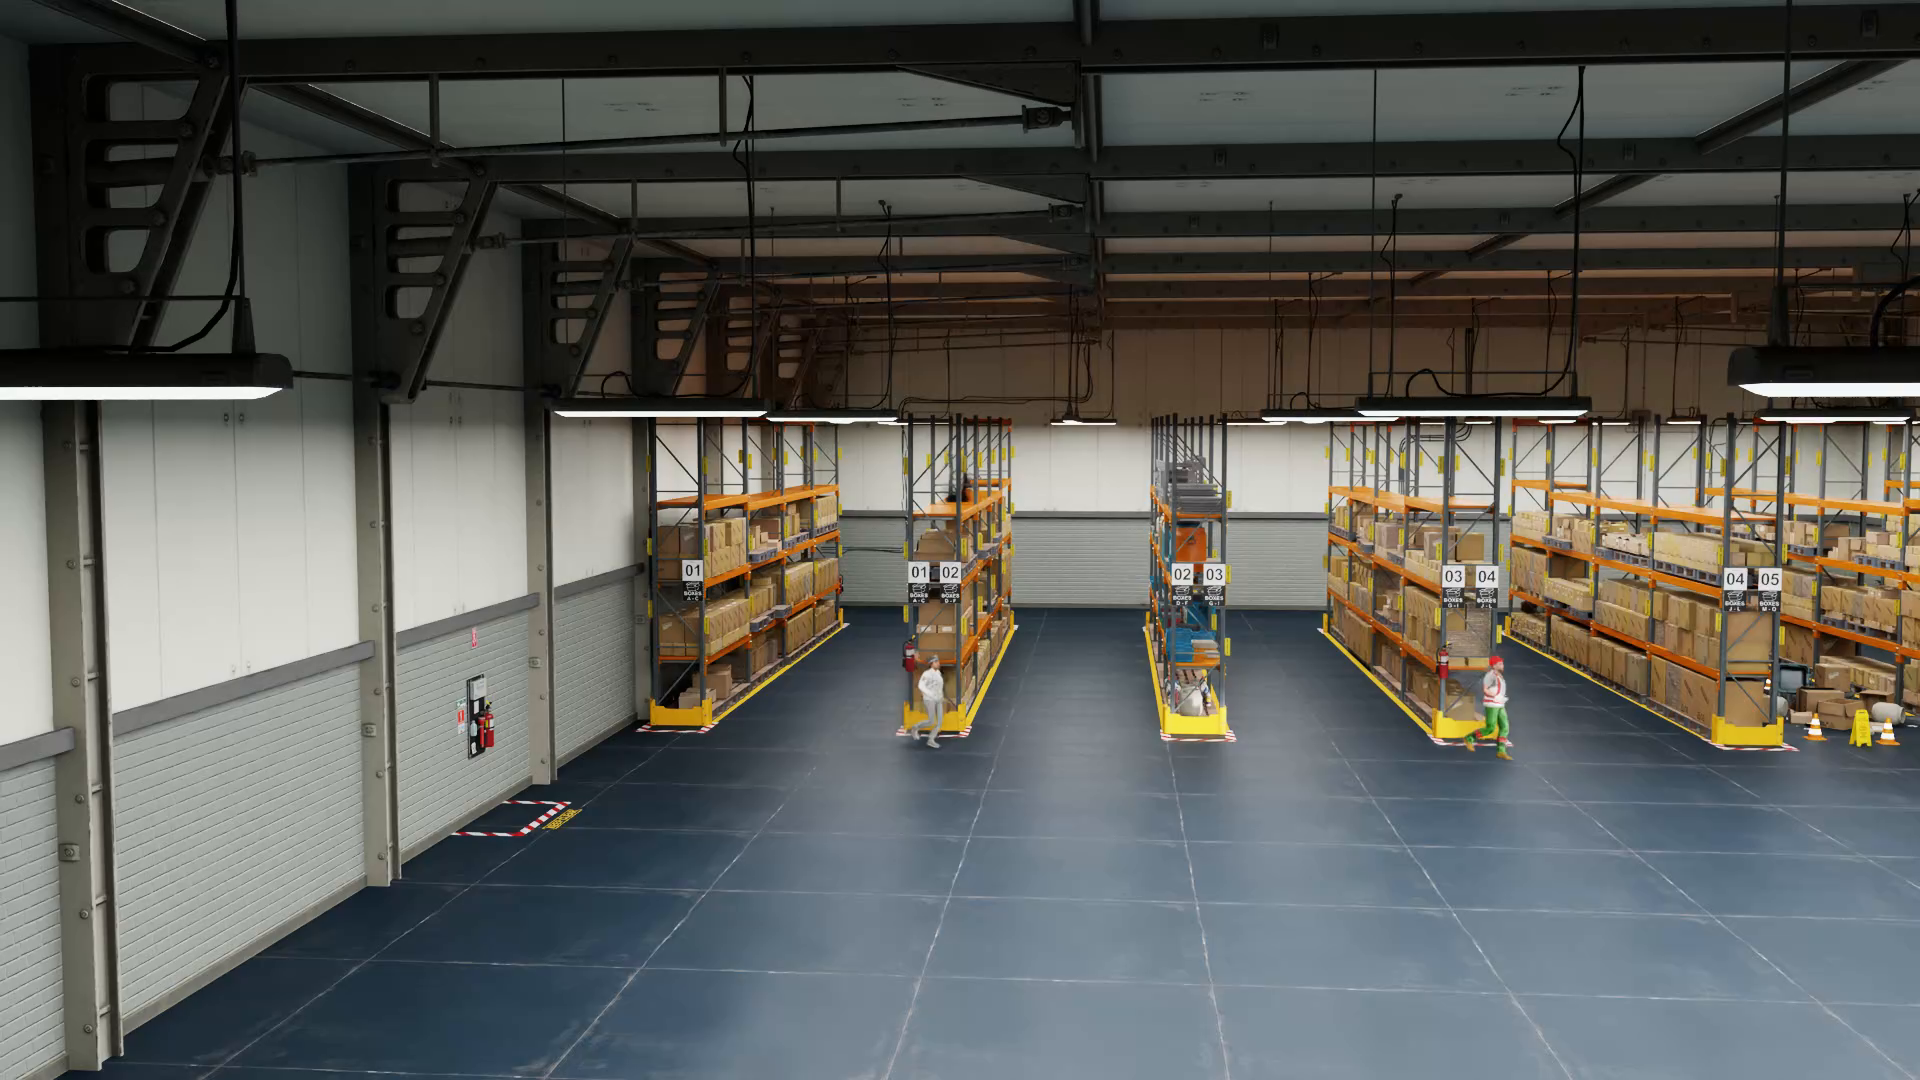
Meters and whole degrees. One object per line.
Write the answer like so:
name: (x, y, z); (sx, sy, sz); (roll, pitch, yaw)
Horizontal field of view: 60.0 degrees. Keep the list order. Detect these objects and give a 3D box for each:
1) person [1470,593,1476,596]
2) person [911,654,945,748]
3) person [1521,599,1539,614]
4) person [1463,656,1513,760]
person: (13.888, 1.806, 45.543); (0.707, 1.712, 0.740); (2, 4, 21)
person: (-0.537, 2.885, 30.029); (0.608, 1.665, 0.638); (3, 5, 37)
person: (16.224, 1.679, 47.426); (0.778, 1.701, 0.887); (-3, 5, -42)
person: (9.254, 2.896, 28.935); (0.876, 1.772, 0.684); (3, 5, 39)
